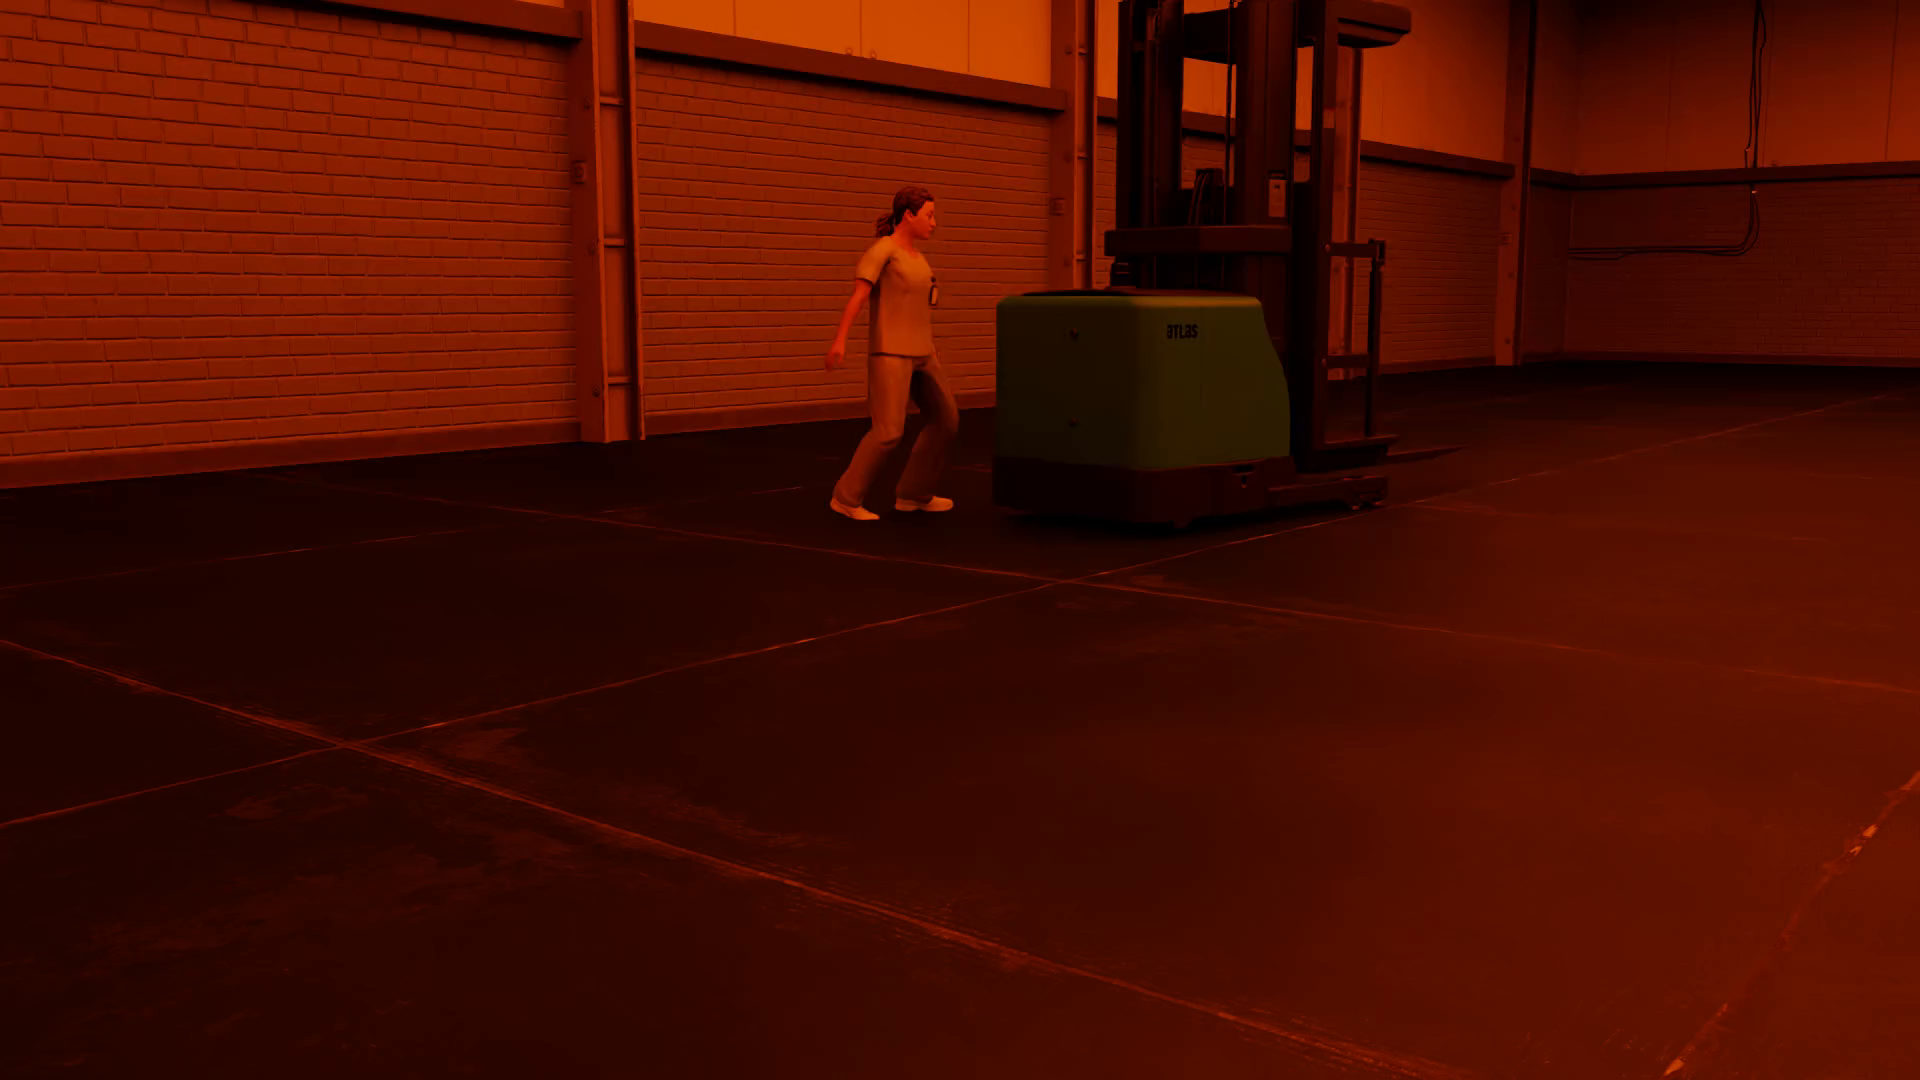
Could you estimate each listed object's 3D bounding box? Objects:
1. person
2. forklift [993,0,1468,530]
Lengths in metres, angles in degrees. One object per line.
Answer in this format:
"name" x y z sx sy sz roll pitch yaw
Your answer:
"person" -0.359 -0.894 8.104 0.489 1.631 0.802 6 10 37
"forklift" 1.579 -1.651 8.567 3.031 2.935 1.130 -8 11 -43
